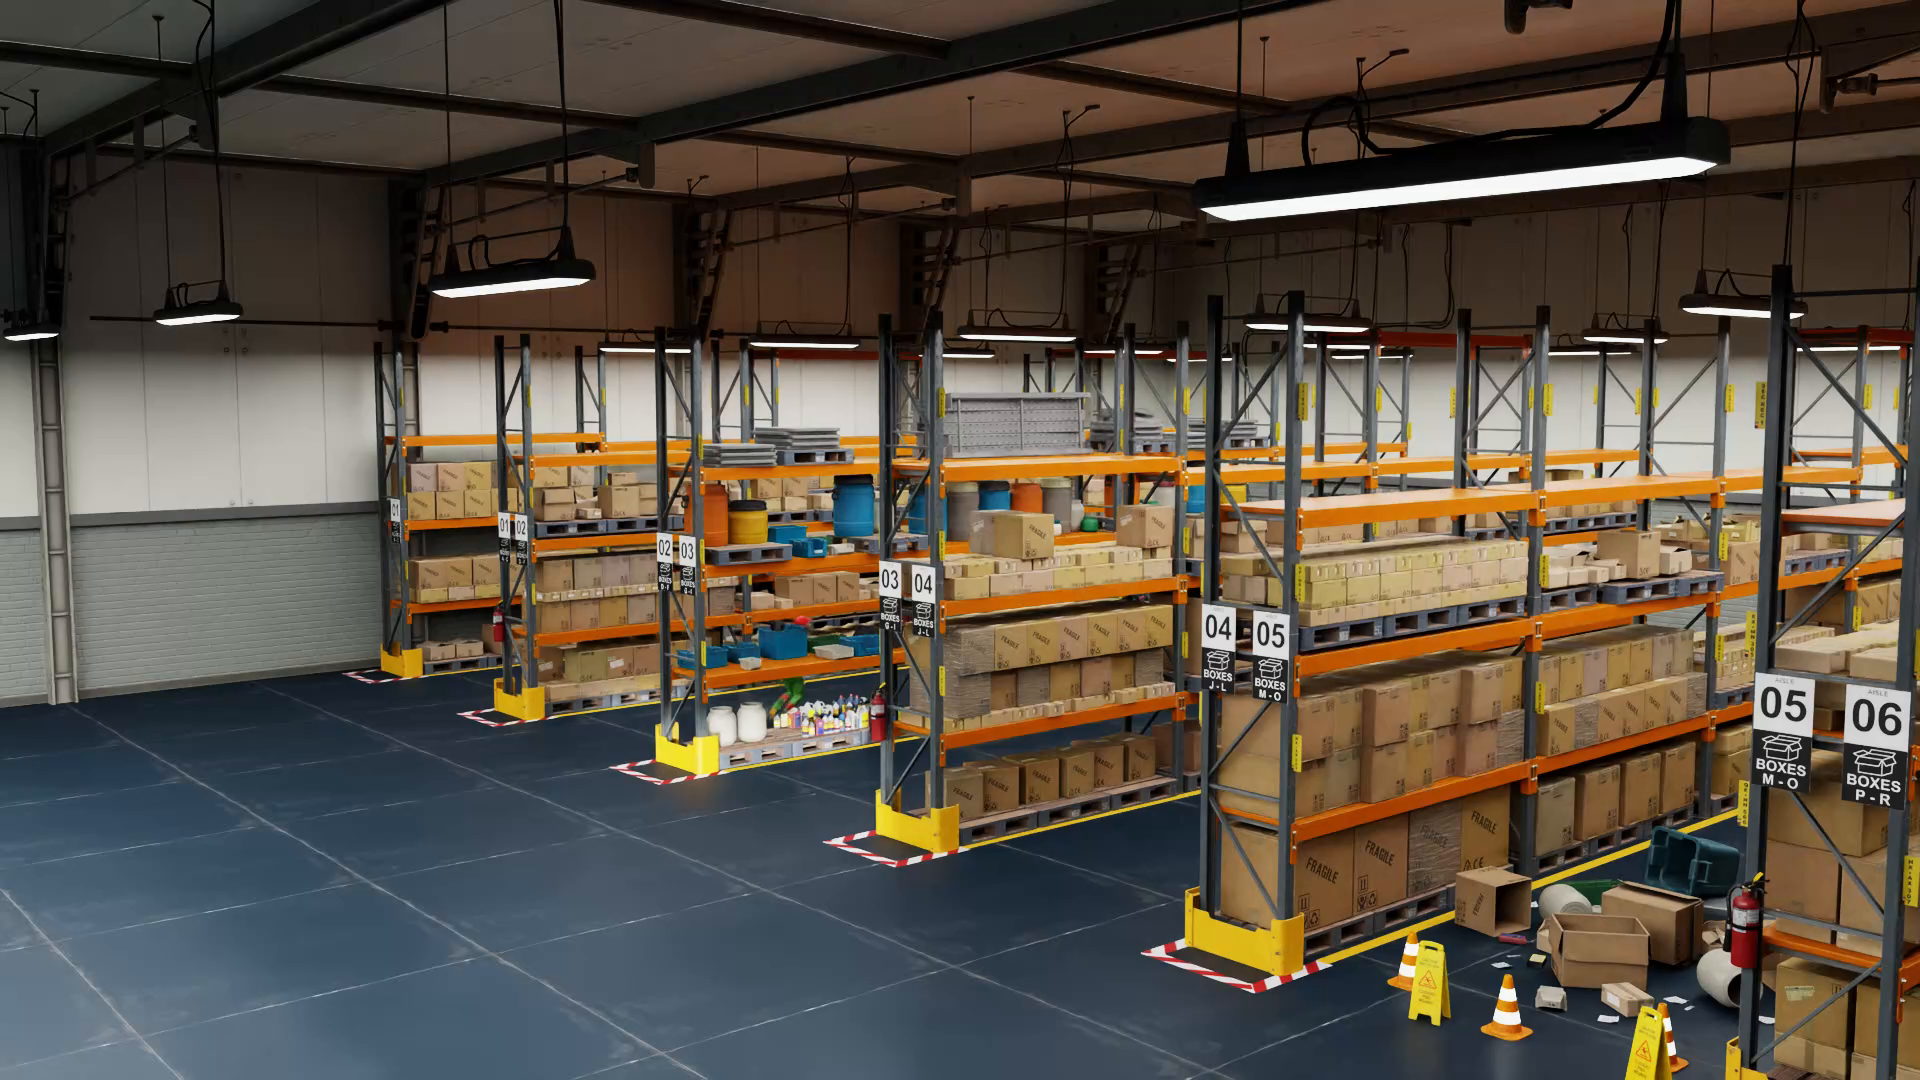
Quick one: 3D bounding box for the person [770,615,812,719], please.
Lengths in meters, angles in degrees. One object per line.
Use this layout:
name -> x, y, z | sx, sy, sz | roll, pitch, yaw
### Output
person -> -2.551, 2.001, 25.620 | 0.787, 1.685, 0.657 | -4, 7, -39

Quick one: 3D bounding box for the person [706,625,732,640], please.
person -> -4.739, 1.356, 32.012 | 0.644, 1.751, 0.969 | 4, 7, 37
